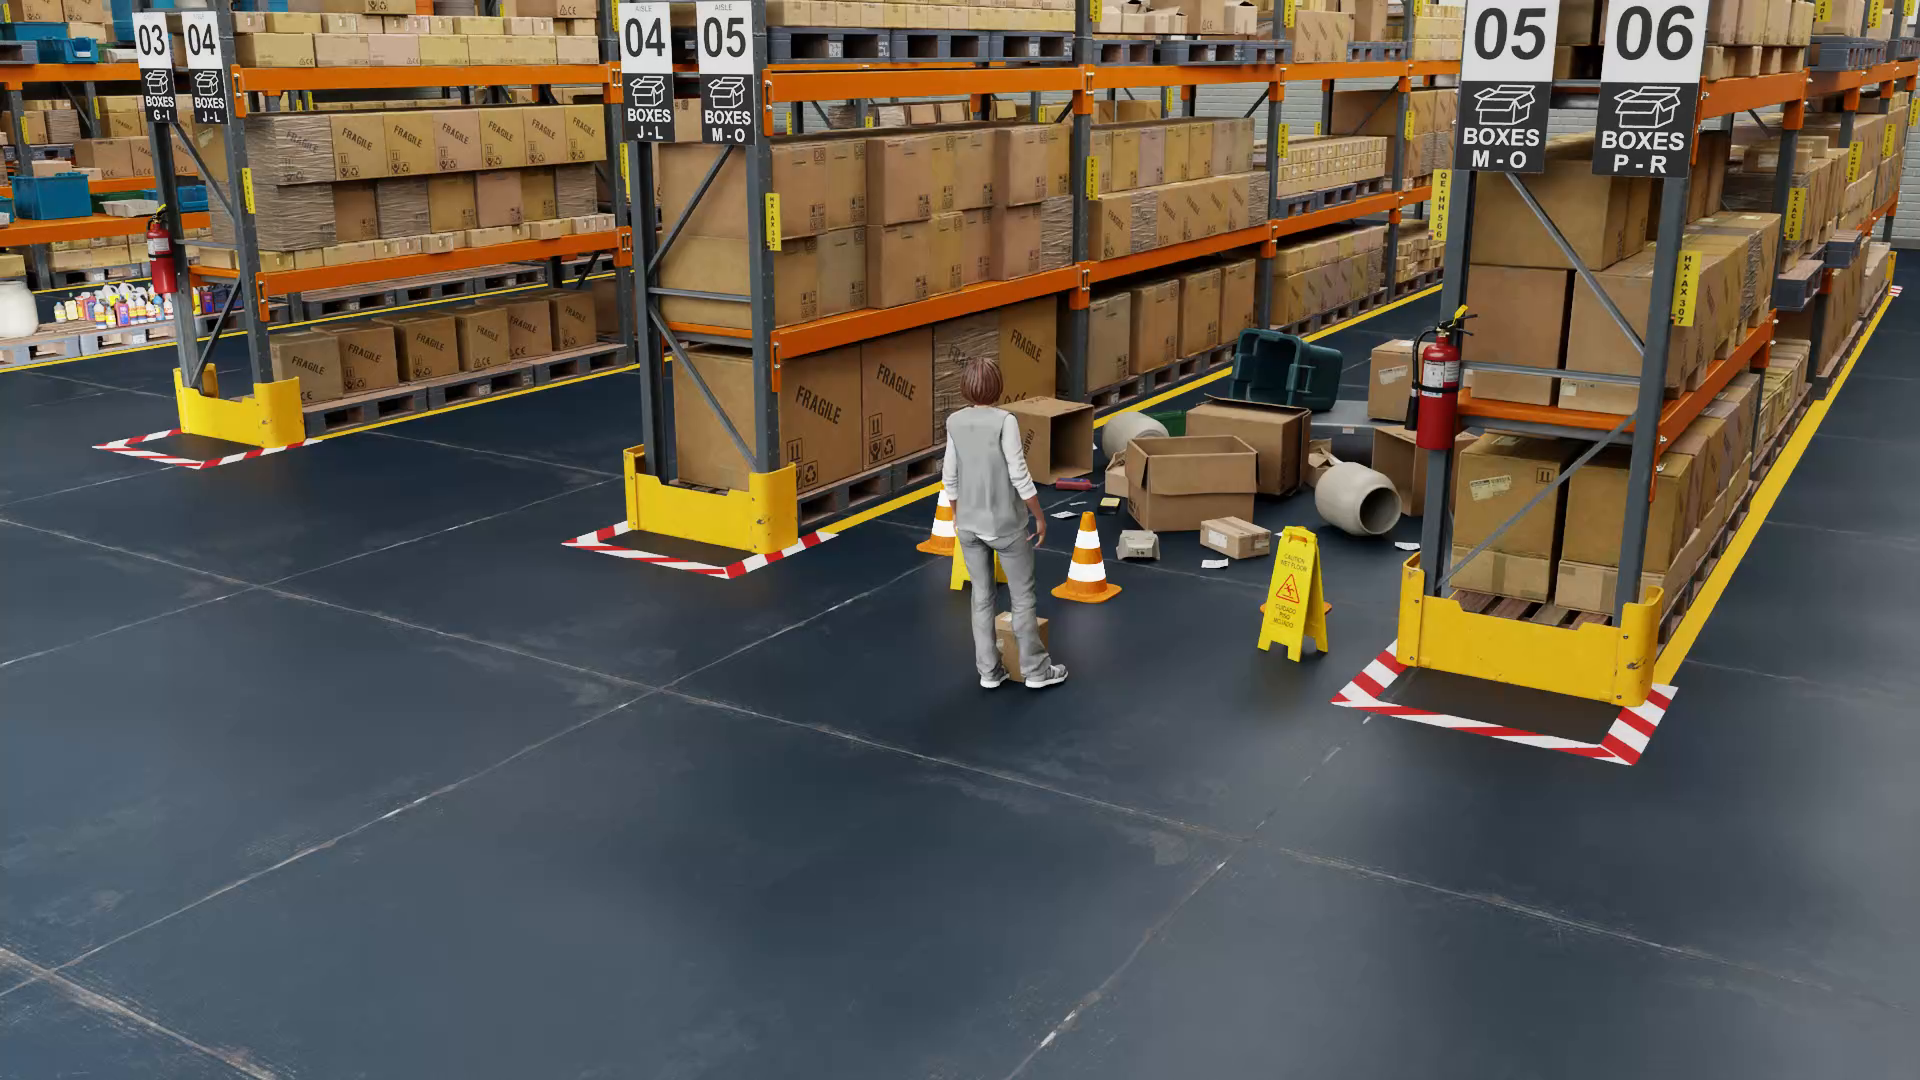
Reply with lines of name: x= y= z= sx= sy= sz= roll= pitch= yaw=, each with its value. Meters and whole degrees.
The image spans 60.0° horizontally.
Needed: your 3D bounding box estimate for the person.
person: x=0.200 y=-0.081 z=7.793 sx=0.520 sy=1.599 sz=0.472 roll=10 pitch=19 yaw=30
